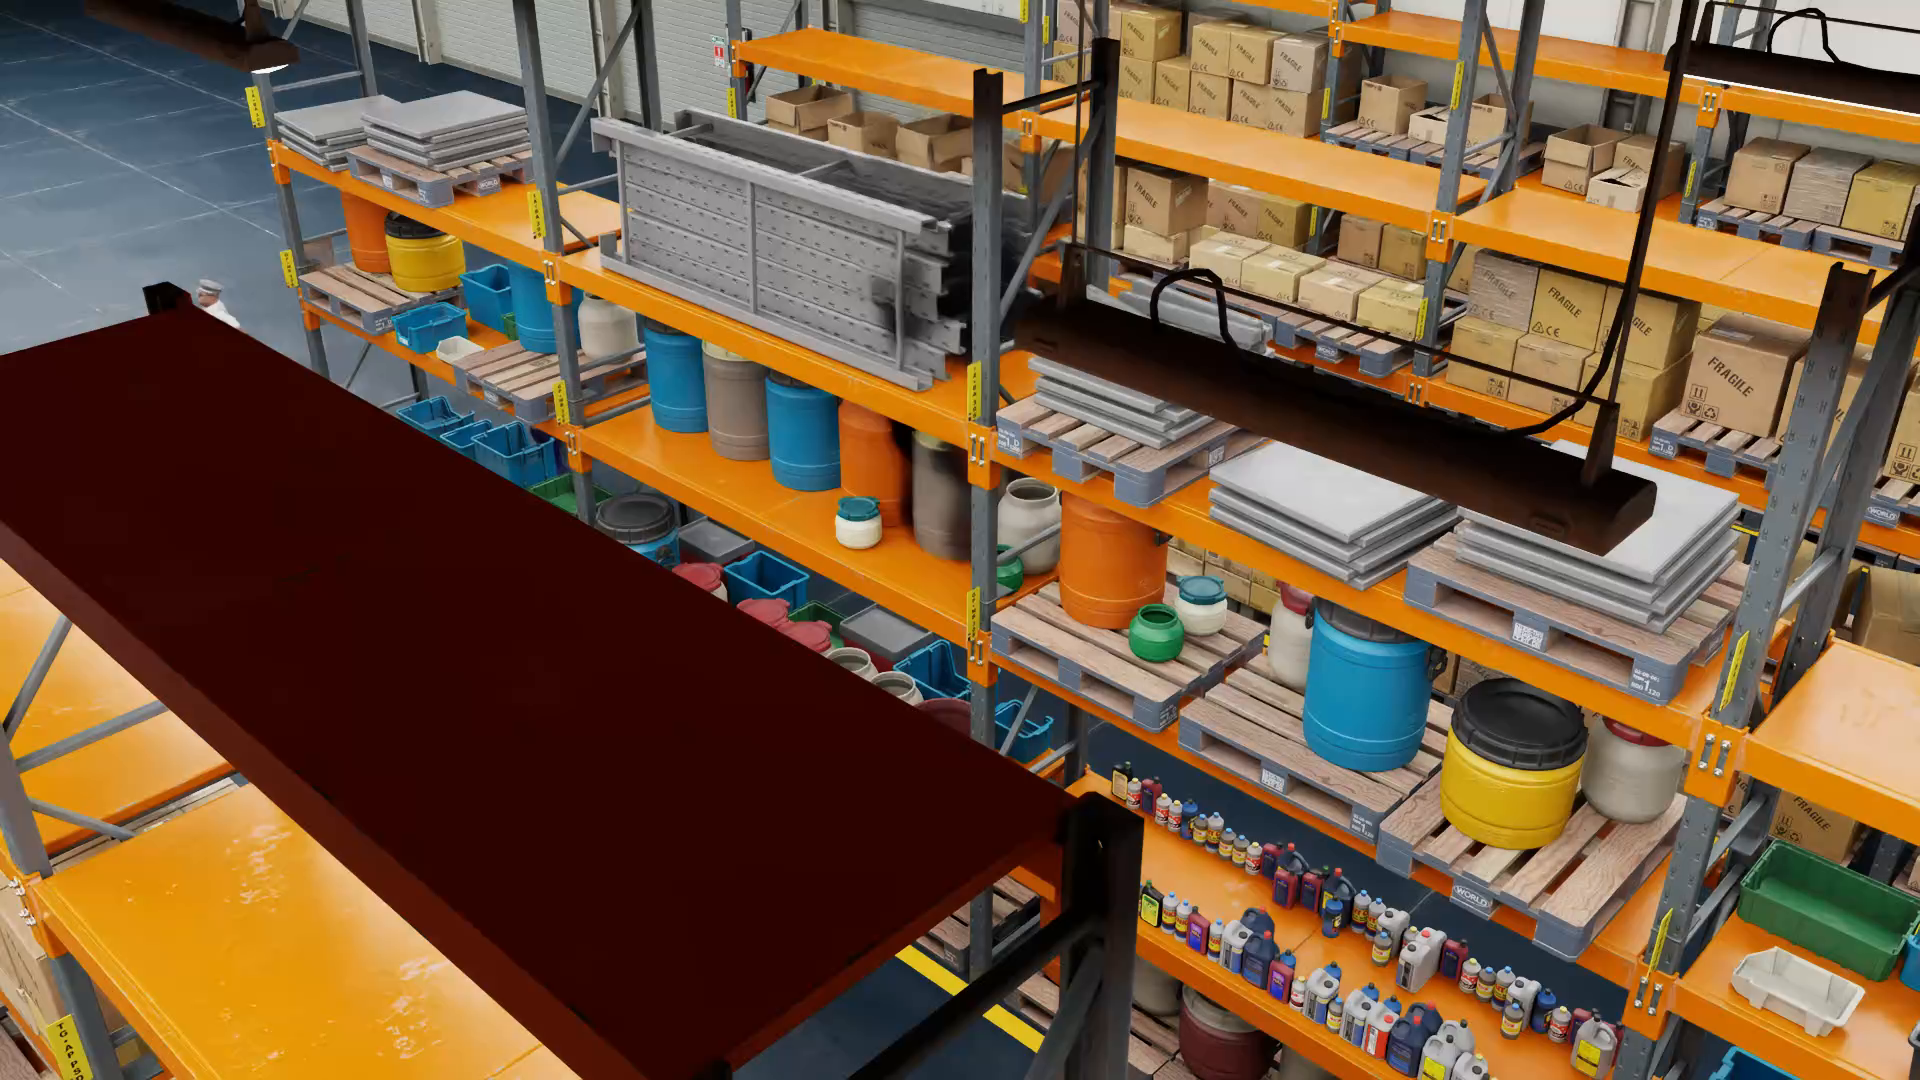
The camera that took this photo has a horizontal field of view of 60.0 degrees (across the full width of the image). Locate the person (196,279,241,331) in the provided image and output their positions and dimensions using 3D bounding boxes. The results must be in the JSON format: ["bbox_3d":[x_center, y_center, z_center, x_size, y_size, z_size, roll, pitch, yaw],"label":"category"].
[{"bbox_3d":[-7.976,-1.972,17.939,0.869,1.767,0.663,-14,32,-23],"label":"person"}]

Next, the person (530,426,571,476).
[{"bbox_3d":[-4.062,-1.050,16.438,0.855,1.684,0.609,16,33,26],"label":"person"}]
